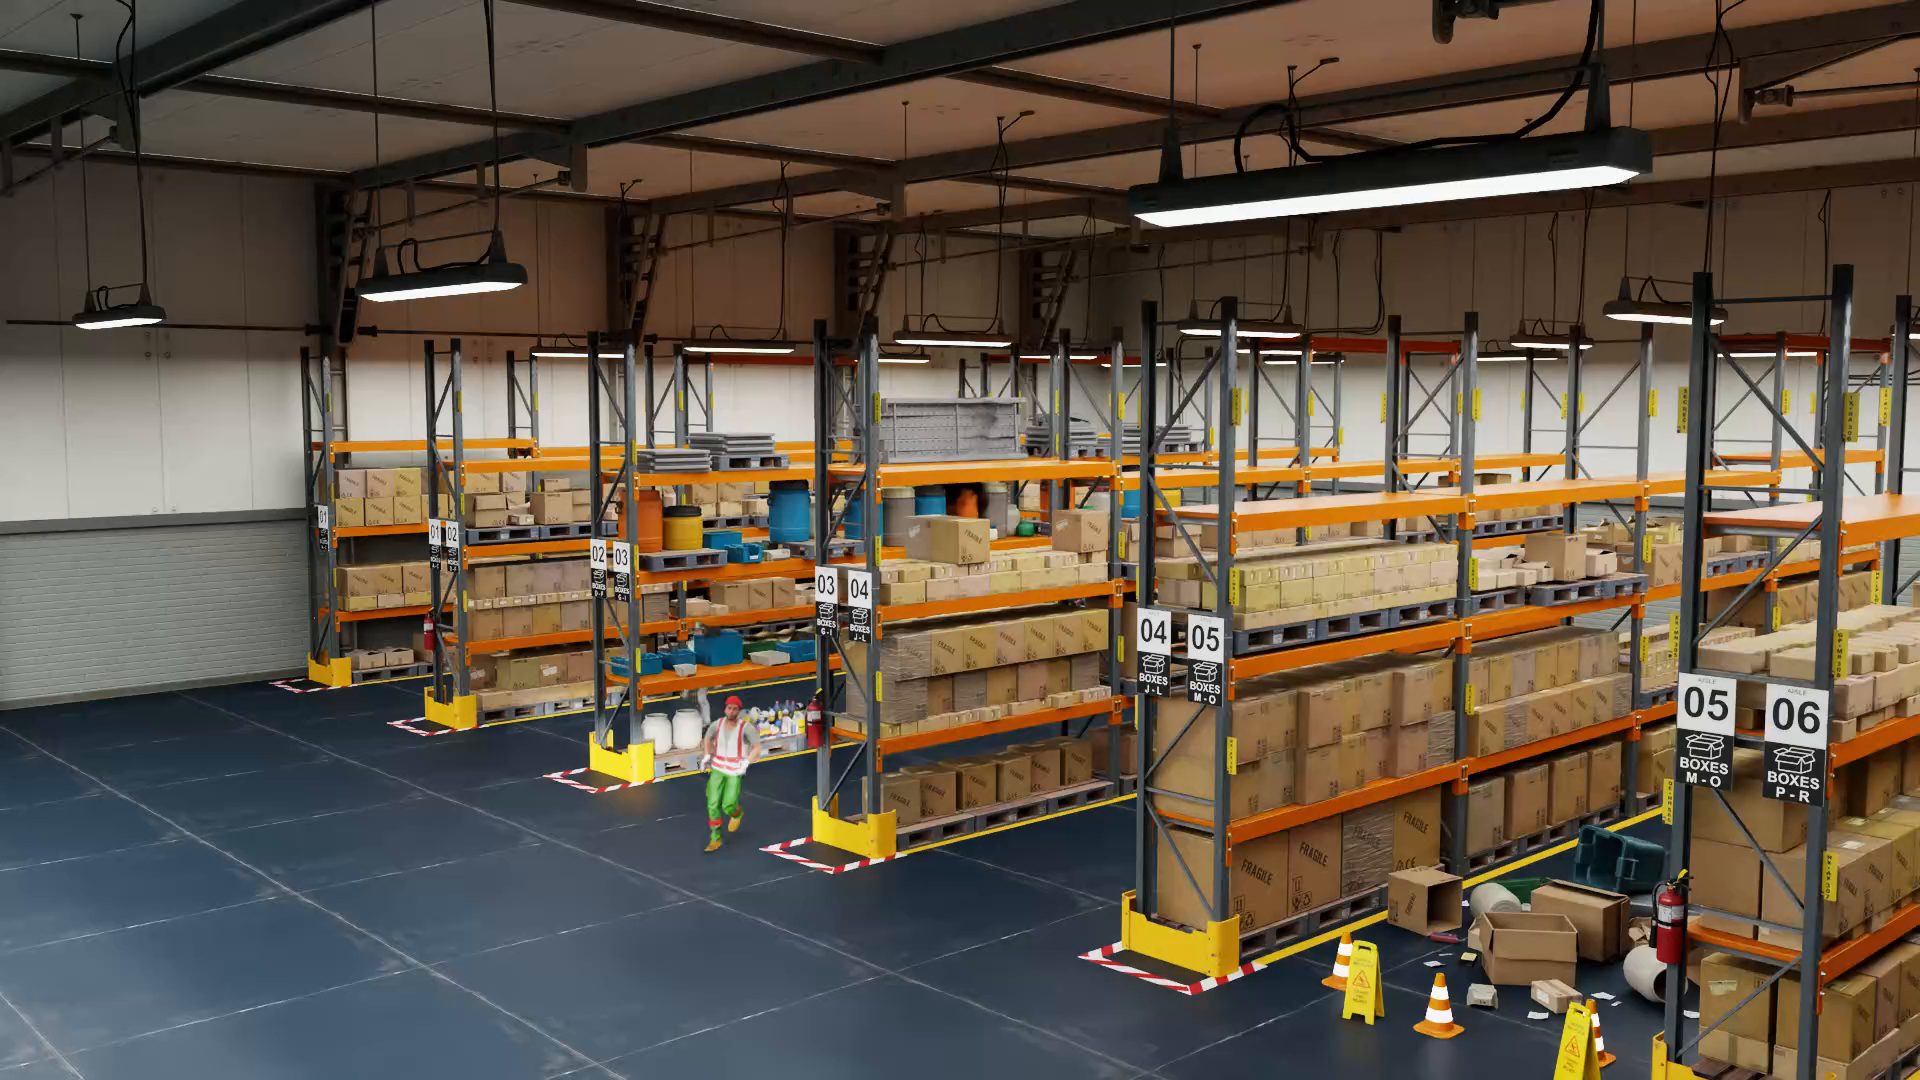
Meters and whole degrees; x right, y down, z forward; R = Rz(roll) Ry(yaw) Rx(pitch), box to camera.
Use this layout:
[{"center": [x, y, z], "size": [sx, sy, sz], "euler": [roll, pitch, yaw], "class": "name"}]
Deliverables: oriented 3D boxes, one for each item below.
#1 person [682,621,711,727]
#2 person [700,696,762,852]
[{"center": [-4.063, 2.075, 25.657], "size": [0.607, 1.656, 0.561], "euler": [3, 6, 28], "class": "person"}, {"center": [-2.627, 2.642, 19.000], "size": [0.711, 1.754, 0.682], "euler": [1, 5, 14], "class": "person"}]
